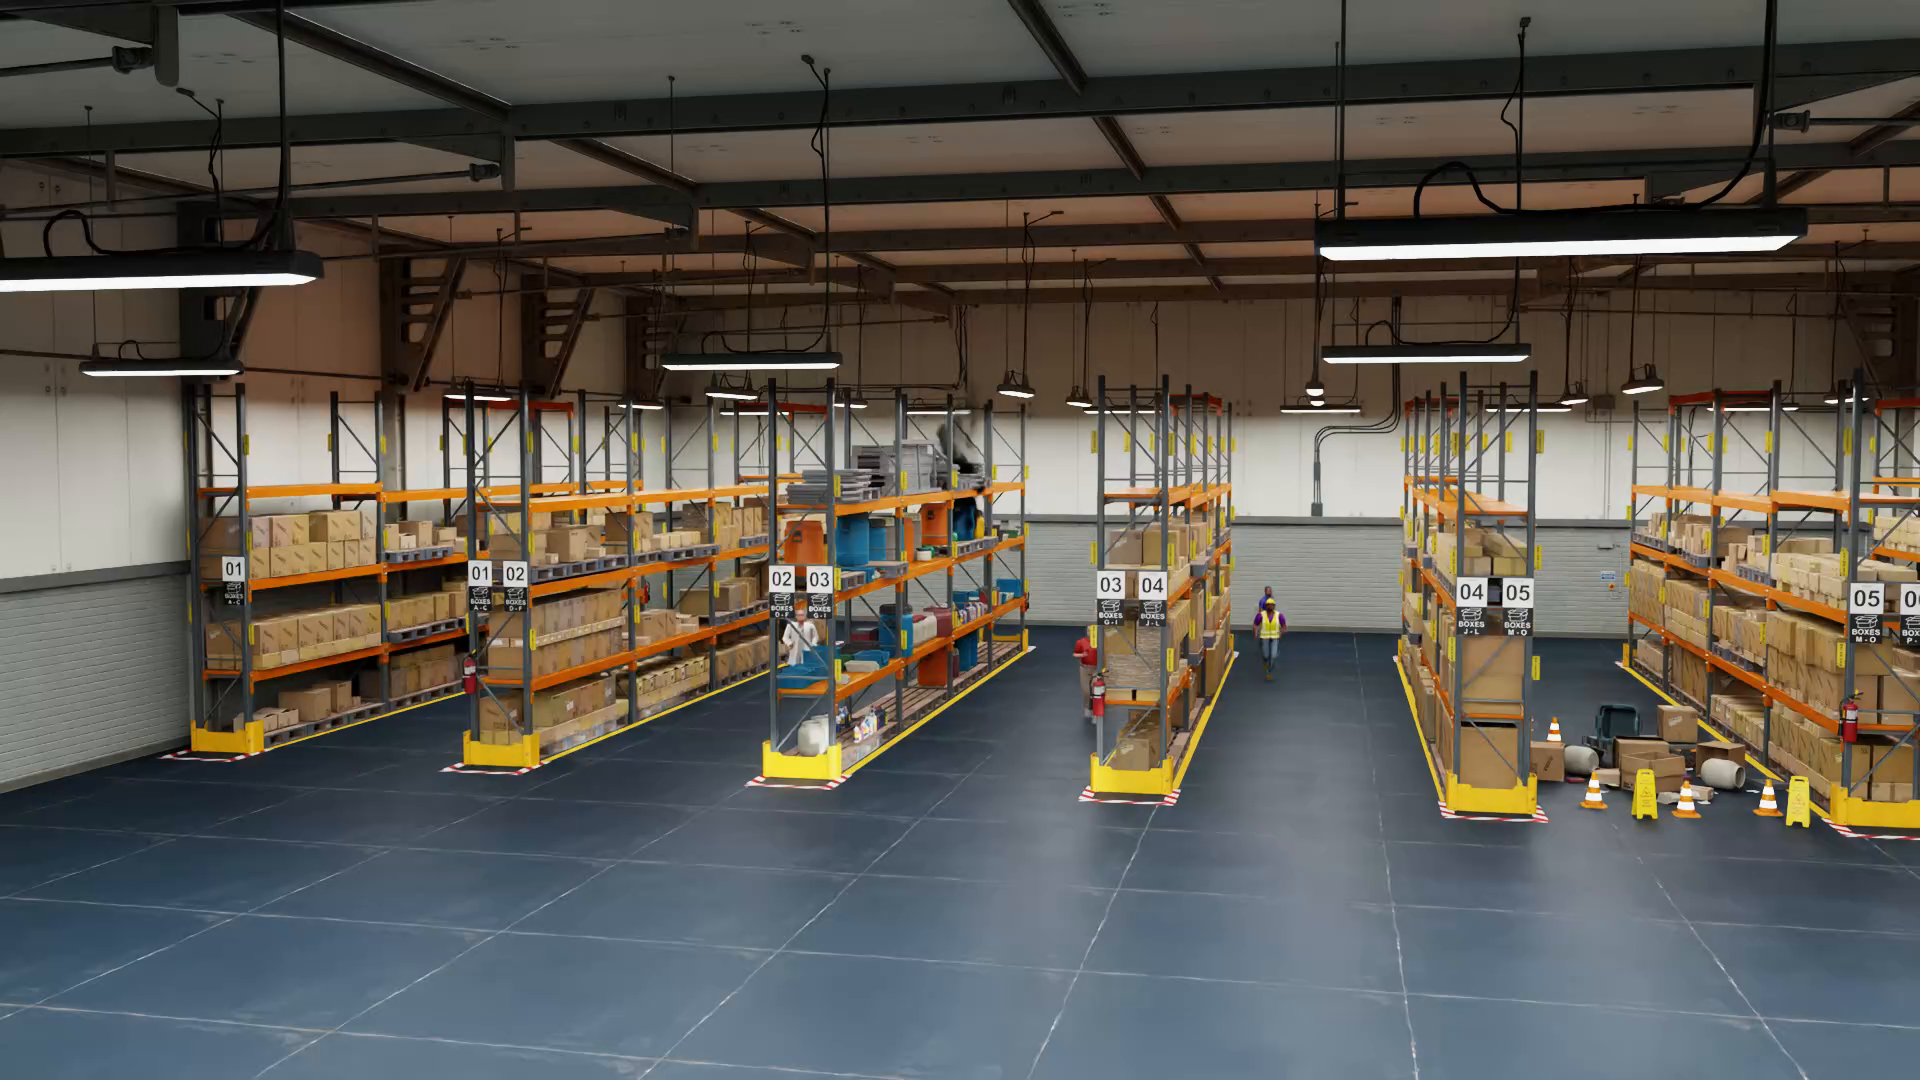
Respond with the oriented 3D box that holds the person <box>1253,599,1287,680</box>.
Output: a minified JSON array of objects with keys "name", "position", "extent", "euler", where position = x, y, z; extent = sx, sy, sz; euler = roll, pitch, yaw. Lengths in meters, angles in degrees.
[{"name":"person","position":[6.656,2.115,35.704],"extent":[0.716,1.733,0.583],"euler":[0,3,6]}]

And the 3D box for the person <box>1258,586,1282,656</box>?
[{"name":"person","position":[7.327,1.953,39.691],"extent":[0.628,1.724,0.717],"euler":[-2,4,-32]}]

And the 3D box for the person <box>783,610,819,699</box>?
[{"name":"person","position":[-3.153,2.252,32.930],"extent":[0.709,1.727,0.750],"euler":[0,3,-3]}]

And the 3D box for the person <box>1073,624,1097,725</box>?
[{"name":"person","position":[2.366,2.419,30.092],"extent":[0.642,1.787,0.762],"euler":[0,3,7]}]
